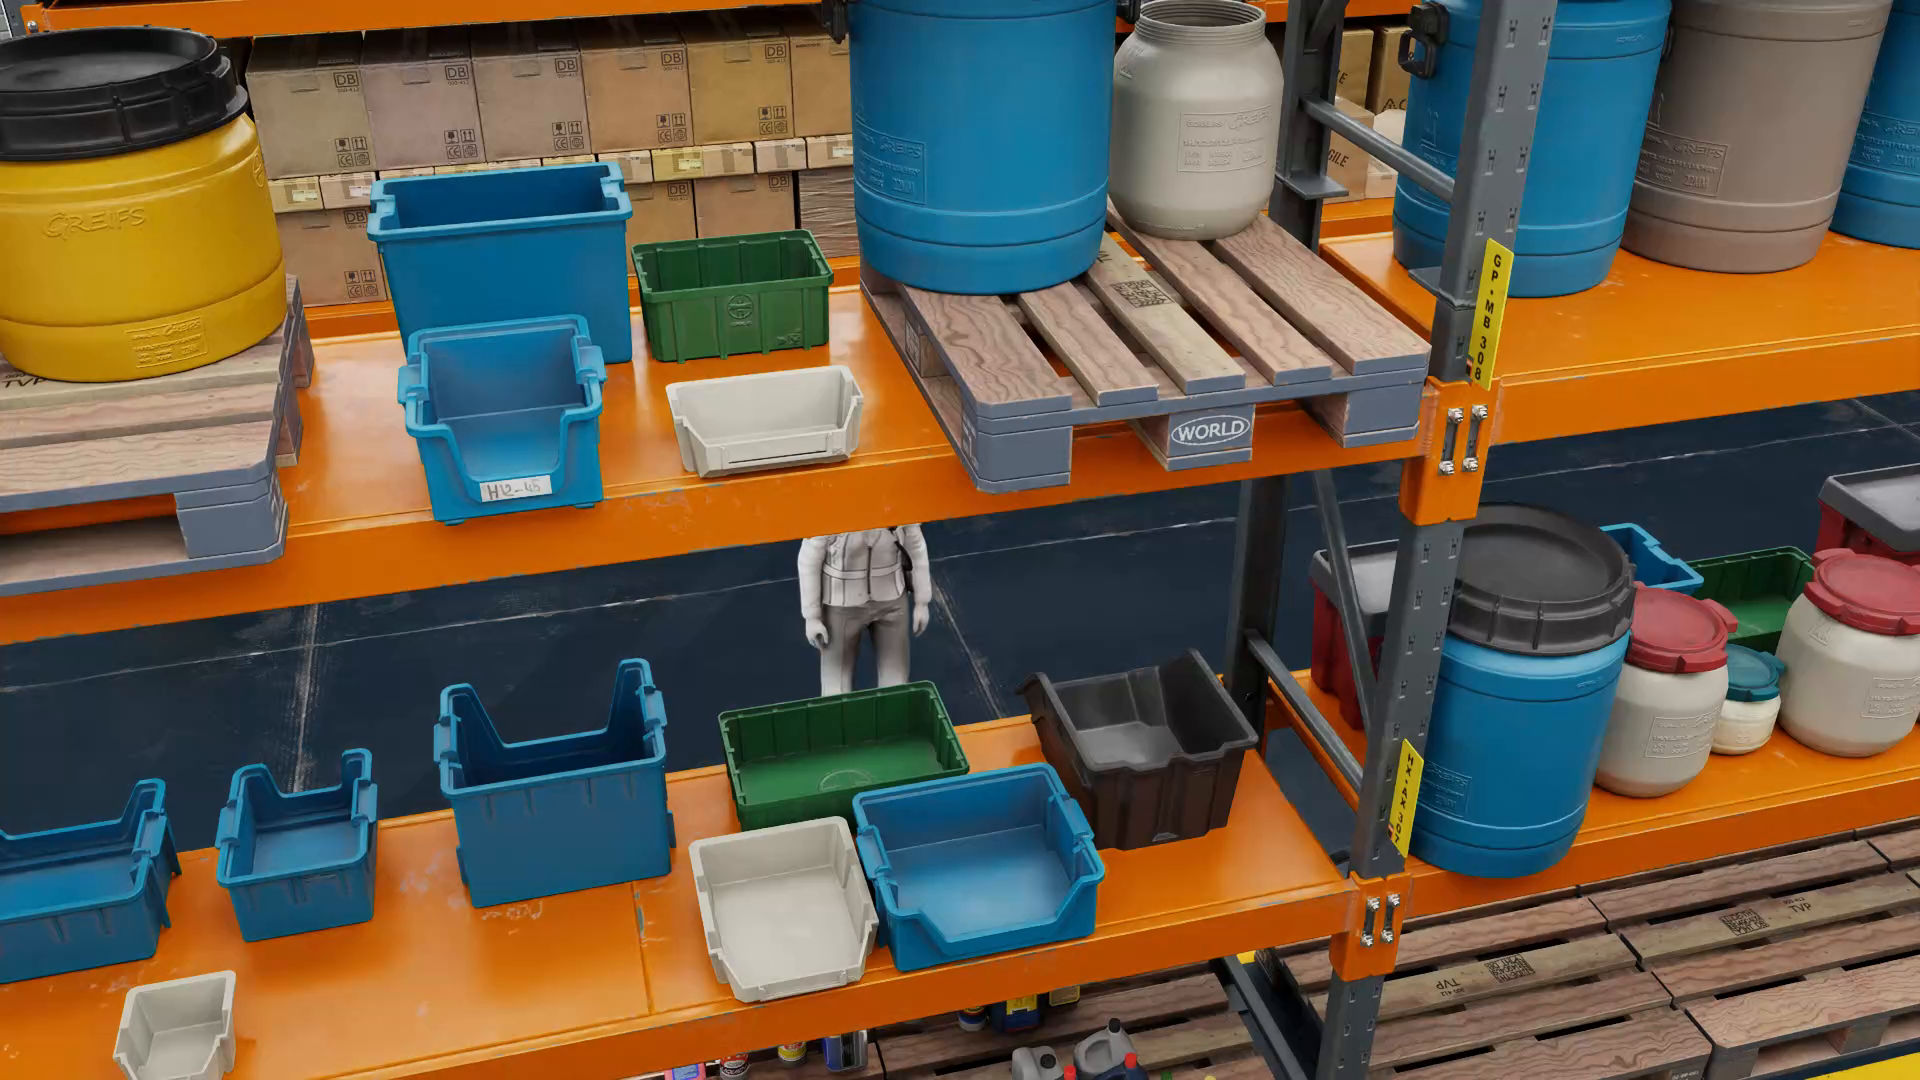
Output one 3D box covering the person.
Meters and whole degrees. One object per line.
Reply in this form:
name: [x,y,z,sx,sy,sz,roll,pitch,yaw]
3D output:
person: [-0.369,0.282,6.648,0.529,1.664,0.403,-8,31,-13]
